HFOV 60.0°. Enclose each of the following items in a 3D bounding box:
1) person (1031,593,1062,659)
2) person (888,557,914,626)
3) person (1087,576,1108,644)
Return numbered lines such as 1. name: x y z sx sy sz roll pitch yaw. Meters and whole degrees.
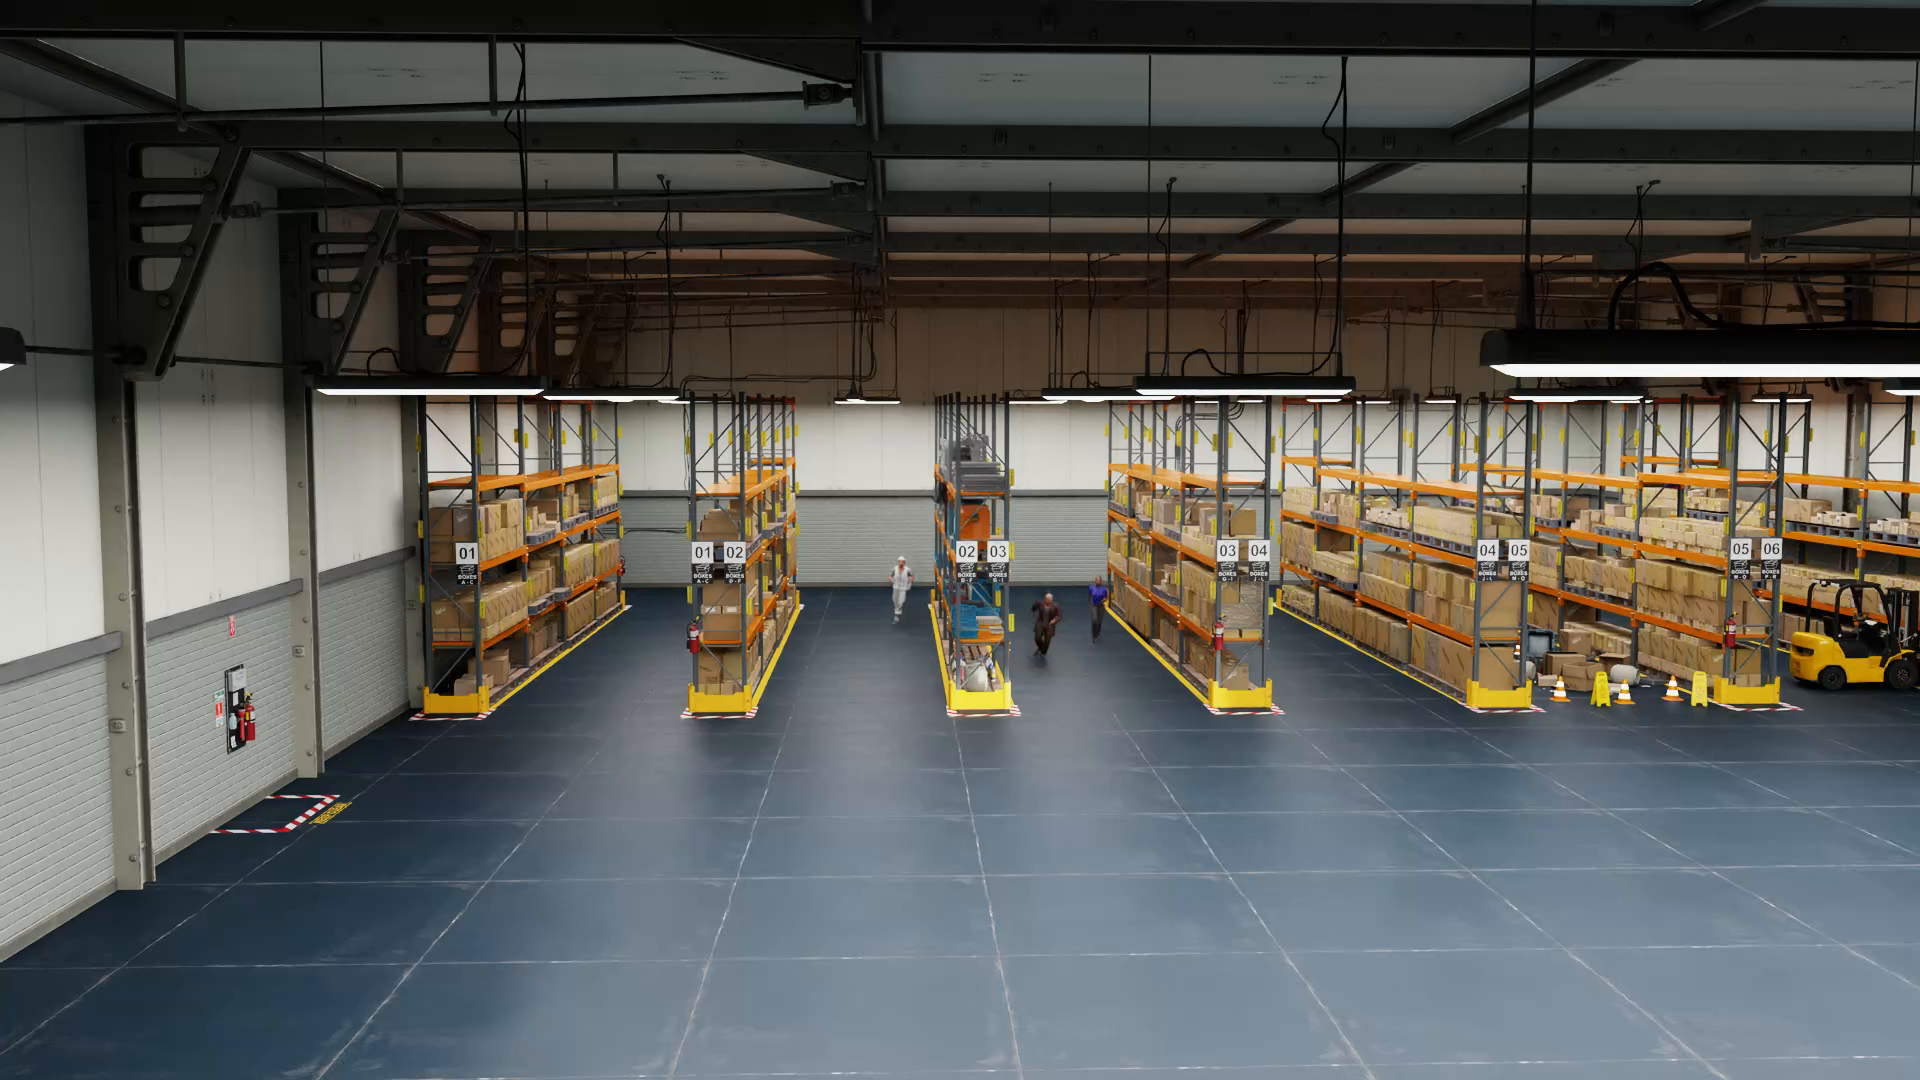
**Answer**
1. person: 1.937 1.943 37.412 0.742 1.556 1.020 1 5 8
2. person: -1.561 1.319 43.625 0.665 1.787 0.876 1 5 11
3. person: 3.346 1.691 40.314 0.471 1.670 0.791 0 5 -5
